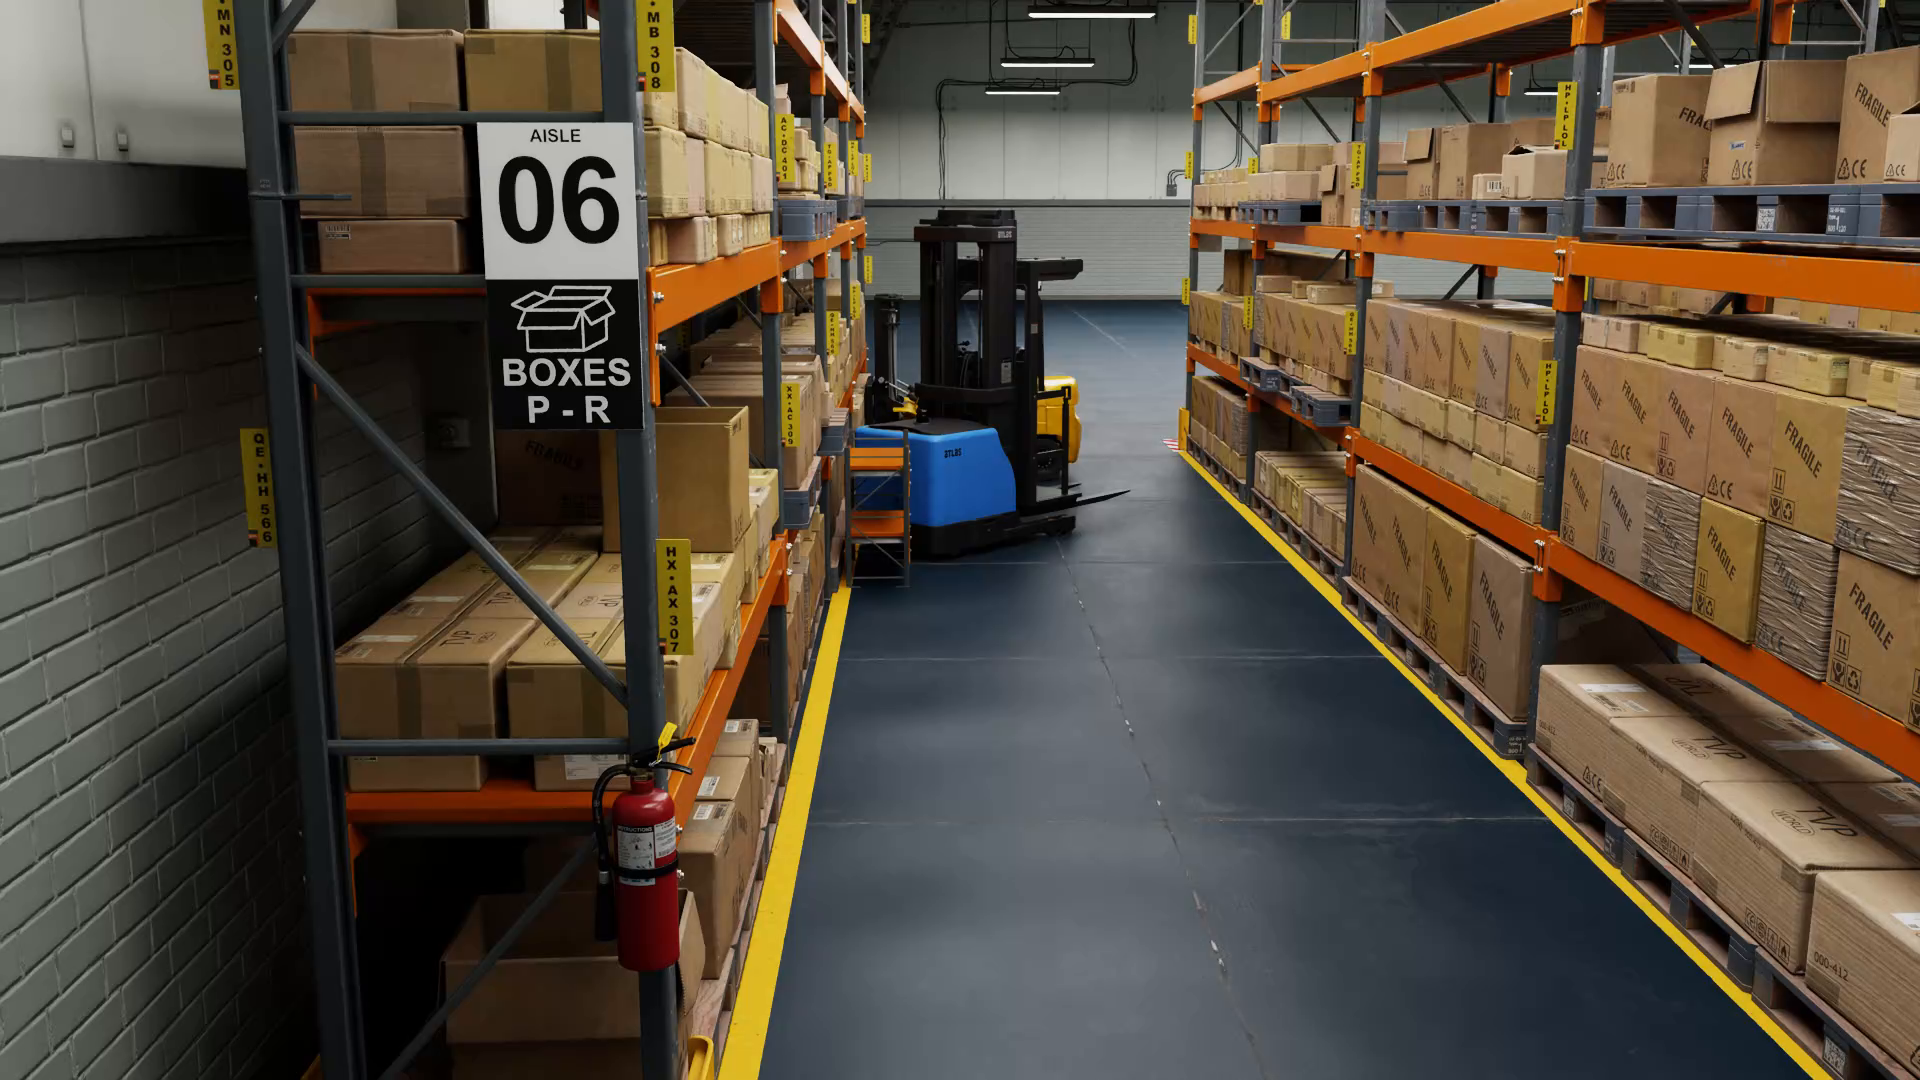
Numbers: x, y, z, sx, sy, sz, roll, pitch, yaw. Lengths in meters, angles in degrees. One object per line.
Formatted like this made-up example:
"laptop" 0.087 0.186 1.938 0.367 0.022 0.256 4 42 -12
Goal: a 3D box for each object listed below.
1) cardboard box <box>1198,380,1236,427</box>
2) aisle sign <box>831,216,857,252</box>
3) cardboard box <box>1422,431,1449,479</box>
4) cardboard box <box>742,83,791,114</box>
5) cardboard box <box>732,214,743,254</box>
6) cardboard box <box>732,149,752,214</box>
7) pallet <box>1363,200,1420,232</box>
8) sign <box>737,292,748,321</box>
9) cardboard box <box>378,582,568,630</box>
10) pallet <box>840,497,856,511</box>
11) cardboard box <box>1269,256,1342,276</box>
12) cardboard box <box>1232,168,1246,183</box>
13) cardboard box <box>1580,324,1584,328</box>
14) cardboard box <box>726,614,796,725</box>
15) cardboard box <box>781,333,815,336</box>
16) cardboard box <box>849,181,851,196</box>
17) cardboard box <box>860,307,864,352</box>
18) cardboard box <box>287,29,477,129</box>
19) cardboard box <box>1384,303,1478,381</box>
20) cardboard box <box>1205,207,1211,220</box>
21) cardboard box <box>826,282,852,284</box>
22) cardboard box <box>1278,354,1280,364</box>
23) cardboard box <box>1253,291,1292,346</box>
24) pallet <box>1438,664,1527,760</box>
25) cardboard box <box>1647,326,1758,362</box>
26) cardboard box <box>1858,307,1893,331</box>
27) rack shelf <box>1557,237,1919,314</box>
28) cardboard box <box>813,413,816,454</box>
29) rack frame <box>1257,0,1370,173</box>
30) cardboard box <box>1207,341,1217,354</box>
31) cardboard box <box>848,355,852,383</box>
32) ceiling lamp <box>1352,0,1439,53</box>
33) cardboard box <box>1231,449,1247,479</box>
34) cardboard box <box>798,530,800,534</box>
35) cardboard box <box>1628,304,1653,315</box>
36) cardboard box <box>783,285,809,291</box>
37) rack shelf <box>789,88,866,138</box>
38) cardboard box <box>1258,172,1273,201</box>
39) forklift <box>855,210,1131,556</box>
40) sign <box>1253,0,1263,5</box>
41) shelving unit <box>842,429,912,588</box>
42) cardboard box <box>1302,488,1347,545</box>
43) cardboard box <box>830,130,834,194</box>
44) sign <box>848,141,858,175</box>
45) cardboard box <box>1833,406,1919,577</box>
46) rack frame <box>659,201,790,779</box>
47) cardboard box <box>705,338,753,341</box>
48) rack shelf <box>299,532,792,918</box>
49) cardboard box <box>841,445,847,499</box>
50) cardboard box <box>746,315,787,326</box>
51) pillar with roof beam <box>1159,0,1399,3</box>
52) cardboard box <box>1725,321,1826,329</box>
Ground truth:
"cardboard box" 3.061 -1.573 19.241 0.500 0.500 0.500 -1 11 -3
"aisle sign" -1.366 -3.884 20.123 0.394 0.787 0.004 0 11 -1
"cardboard box" 3.276 -0.551 10.606 0.500 0.250 0.500 0 11 -1
"cardboard box" -1.067 -2.222 8.459 0.396 0.266 0.258 0 11 -2
"cardboard box" -1.046 -1.181 6.425 0.380 0.149 0.250 0 11 0
"cardboard box" -1.129 -1.453 6.761 0.500 0.250 0.500 0 11 0
"pallet" 3.536 -2.277 11.667 1.213 0.211 1.003 0 11 1
"sign" -2.130 -2.261 16.285 0.100 0.325 0.005 0 11 -1
"cardboard box" -1.611 0.319 5.570 0.500 0.250 0.500 0 11 -1
"pallet" -1.521 -0.288 15.948 1.003 0.211 1.213 0 11 -1
"cardboard box" 3.606 -2.697 17.293 0.700 0.500 0.500 0 11 -1
"cardboard box" 3.028 -3.776 17.211 0.380 0.149 0.250 0 11 1
"cardboard box" 3.793 -0.960 9.483 0.500 0.500 0.500 0 11 -1
"cardboard box" -1.195 0.712 9.238 0.500 0.500 0.500 0 11 1
"cardboard box" -1.260 -1.593 13.485 0.380 0.149 0.250 0 11 -1
"cardboard box" -1.281 -3.493 16.512 0.380 0.149 0.250 0 11 0
"cardboard box" -1.384 -2.445 19.315 0.500 0.500 0.500 0 11 1
"cardboard box" -1.615 -1.290 4.701 0.500 0.250 0.500 -1 11 -3
"cardboard box" 3.256 -1.368 11.493 0.500 0.500 0.500 0 11 -1
"cardboard box" 3.053 -3.792 19.294 0.380 0.149 0.250 0 11 0
"cardboard box" -1.440 -2.888 19.118 0.380 0.149 0.250 0 11 -1
"cardboard box" 3.162 -1.688 15.410 0.380 0.149 0.250 1 11 2
"cardboard box" 3.110 -2.128 15.949 0.500 0.500 0.500 0 11 0
"pallet" 3.461 0.982 9.689 1.003 0.211 1.213 0 11 -1
"cardboard box" 3.312 -0.874 7.424 0.380 0.149 0.250 0 11 -2
"cardboard box" 8.382 -2.000 14.605 0.700 0.500 0.500 0 11 -2
"rack shelf" 3.594 -0.952 6.471 1.077 0.370 4.000 0 11 -1
"cardboard box" -1.055 -0.628 9.894 0.396 0.266 0.258 0 11 2
"rack frame" 3.387 -4.762 15.899 1.000 3.000 0.127 0 11 -1
"cardboard box" 3.047 -2.221 19.092 0.380 0.149 0.250 0 11 0
"cardboard box" -1.303 -1.628 15.918 0.500 0.250 0.500 0 11 0
"ceiling lamp" 9.241 -11.689 35.362 2.000 3.185 0.800 0 11 -1
"cardboard box" 3.106 -0.797 17.301 0.500 0.250 0.500 0 11 1
"cardboard box" -1.265 0.002 11.106 0.380 0.149 0.250 0 11 -2
"cardboard box" 8.224 -2.436 19.147 0.875 0.550 0.550 0 11 -1
"cardboard box" -1.861 -2.733 18.357 0.380 0.149 0.250 0 11 -1
"rack shelf" -1.617 -4.590 17.866 1.077 0.370 4.000 0 11 -1
"cardboard box" 3.010 -3.206 15.093 0.500 0.250 0.500 0 11 -2
"forklift" 0.420 -1.529 15.225 1.130 2.935 3.031 10 15 41
"sign" 2.845 -5.260 15.806 0.100 0.325 0.005 0 11 -1
"shelving unit" -0.669 -0.276 13.592 0.538 1.125 1.048 0 11 -2
"cardboard box" 3.445 -0.204 14.073 0.950 0.372 0.625 0 11 -2
"cardboard box" -1.374 -3.024 13.319 0.700 0.500 0.500 0 11 -2
"sign" -1.033 -3.683 16.031 0.100 0.325 0.005 0 11 -1
"cardboard box" 3.347 -0.174 5.608 0.500 0.500 0.500 0 11 -1
"rack frame" -1.410 -0.211 8.553 1.000 3.000 0.127 0 11 -1
"cardboard box" -1.819 -1.488 12.967 0.380 0.149 0.250 0 11 0
"rack shelf" -1.369 0.540 6.665 1.077 0.370 4.000 0 11 -1
"cardboard box" -1.553 -0.739 16.075 0.875 0.625 0.625 0 11 1
"cardboard box" -1.829 -2.044 15.705 0.380 0.149 0.250 -1 11 -3
"pillar with roof beam" 9.135 -15.671 47.793 6.894 0.400 0.400 0 11 -1
"cardboard box" 3.770 -0.926 7.683 0.380 0.149 0.250 0 11 -1
